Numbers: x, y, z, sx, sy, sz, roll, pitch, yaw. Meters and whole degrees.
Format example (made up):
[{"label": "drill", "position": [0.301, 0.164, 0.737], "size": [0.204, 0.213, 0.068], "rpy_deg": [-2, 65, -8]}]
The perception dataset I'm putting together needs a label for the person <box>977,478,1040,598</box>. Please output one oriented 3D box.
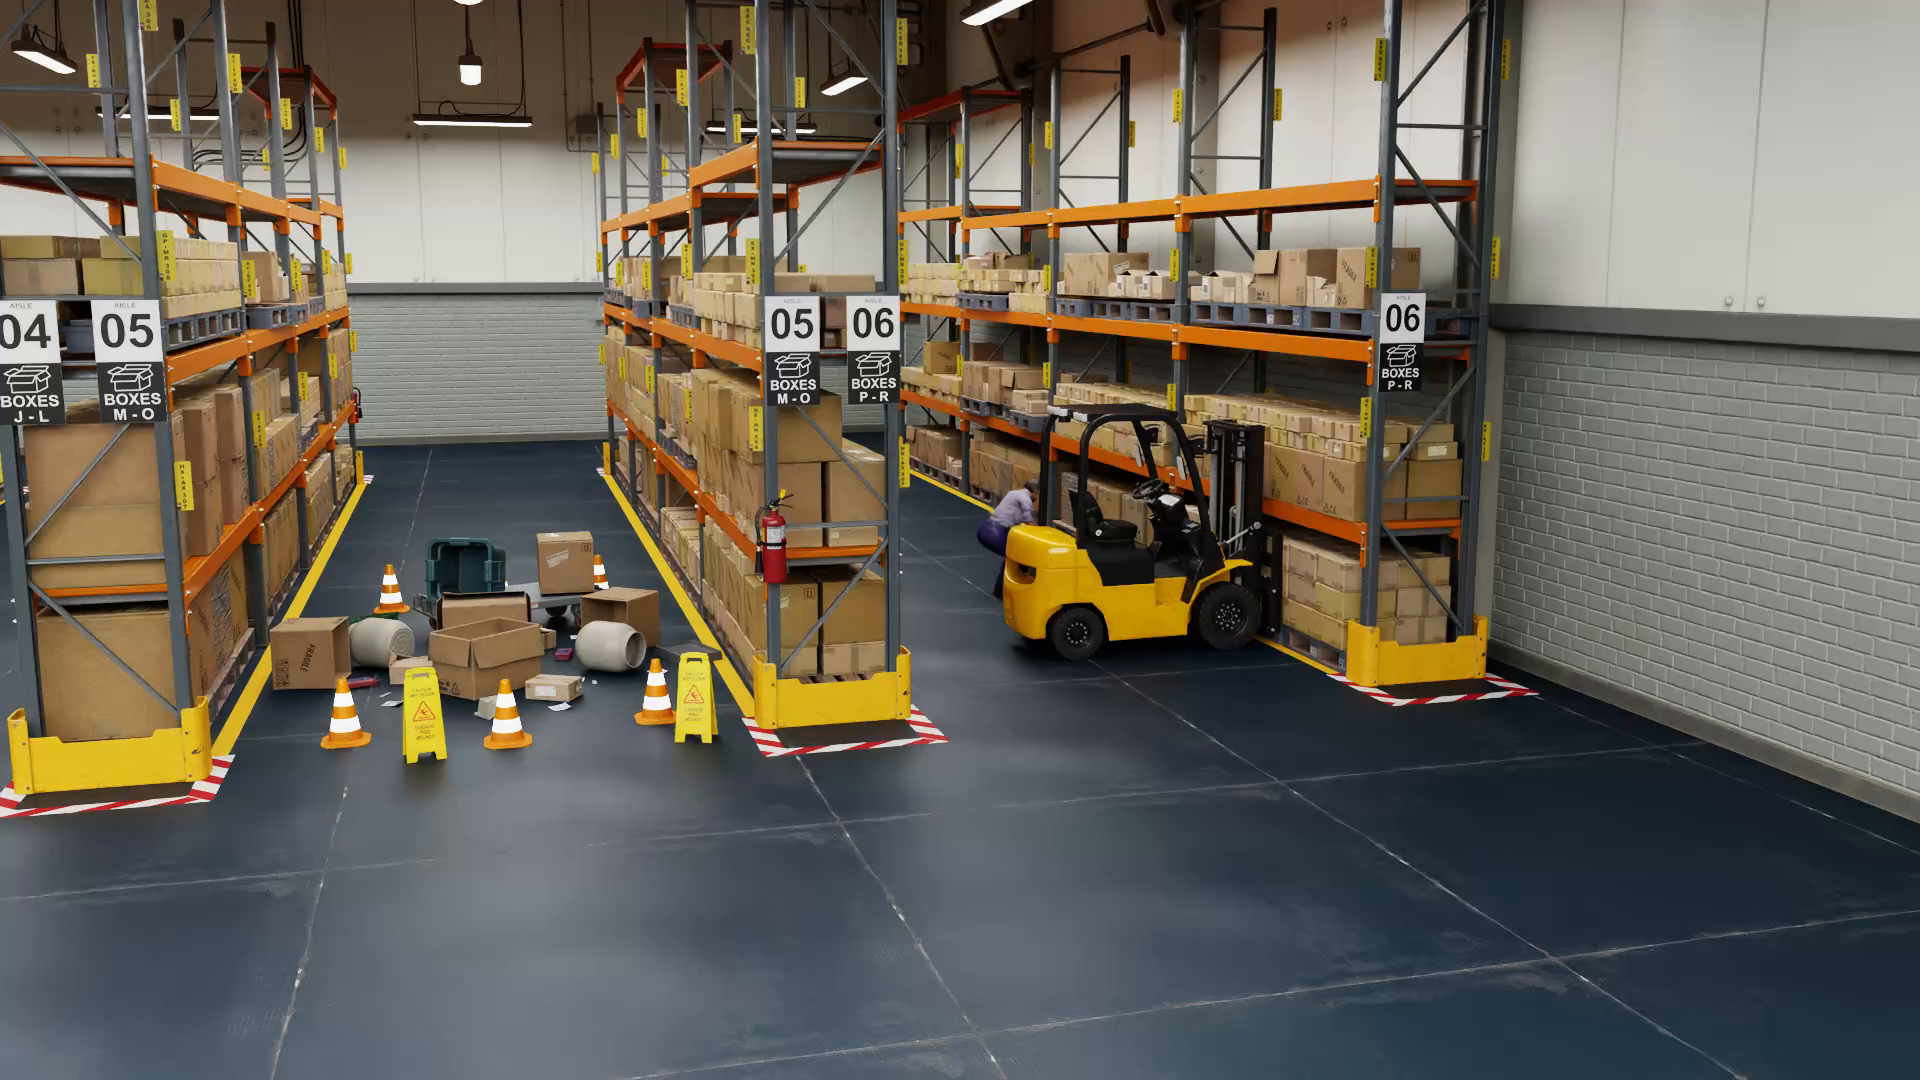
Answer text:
[{"label": "person", "position": [0.536, -0.023, 17.375], "size": [0.726, 1.228, 0.536], "rpy_deg": [-3, 10, -16]}]
